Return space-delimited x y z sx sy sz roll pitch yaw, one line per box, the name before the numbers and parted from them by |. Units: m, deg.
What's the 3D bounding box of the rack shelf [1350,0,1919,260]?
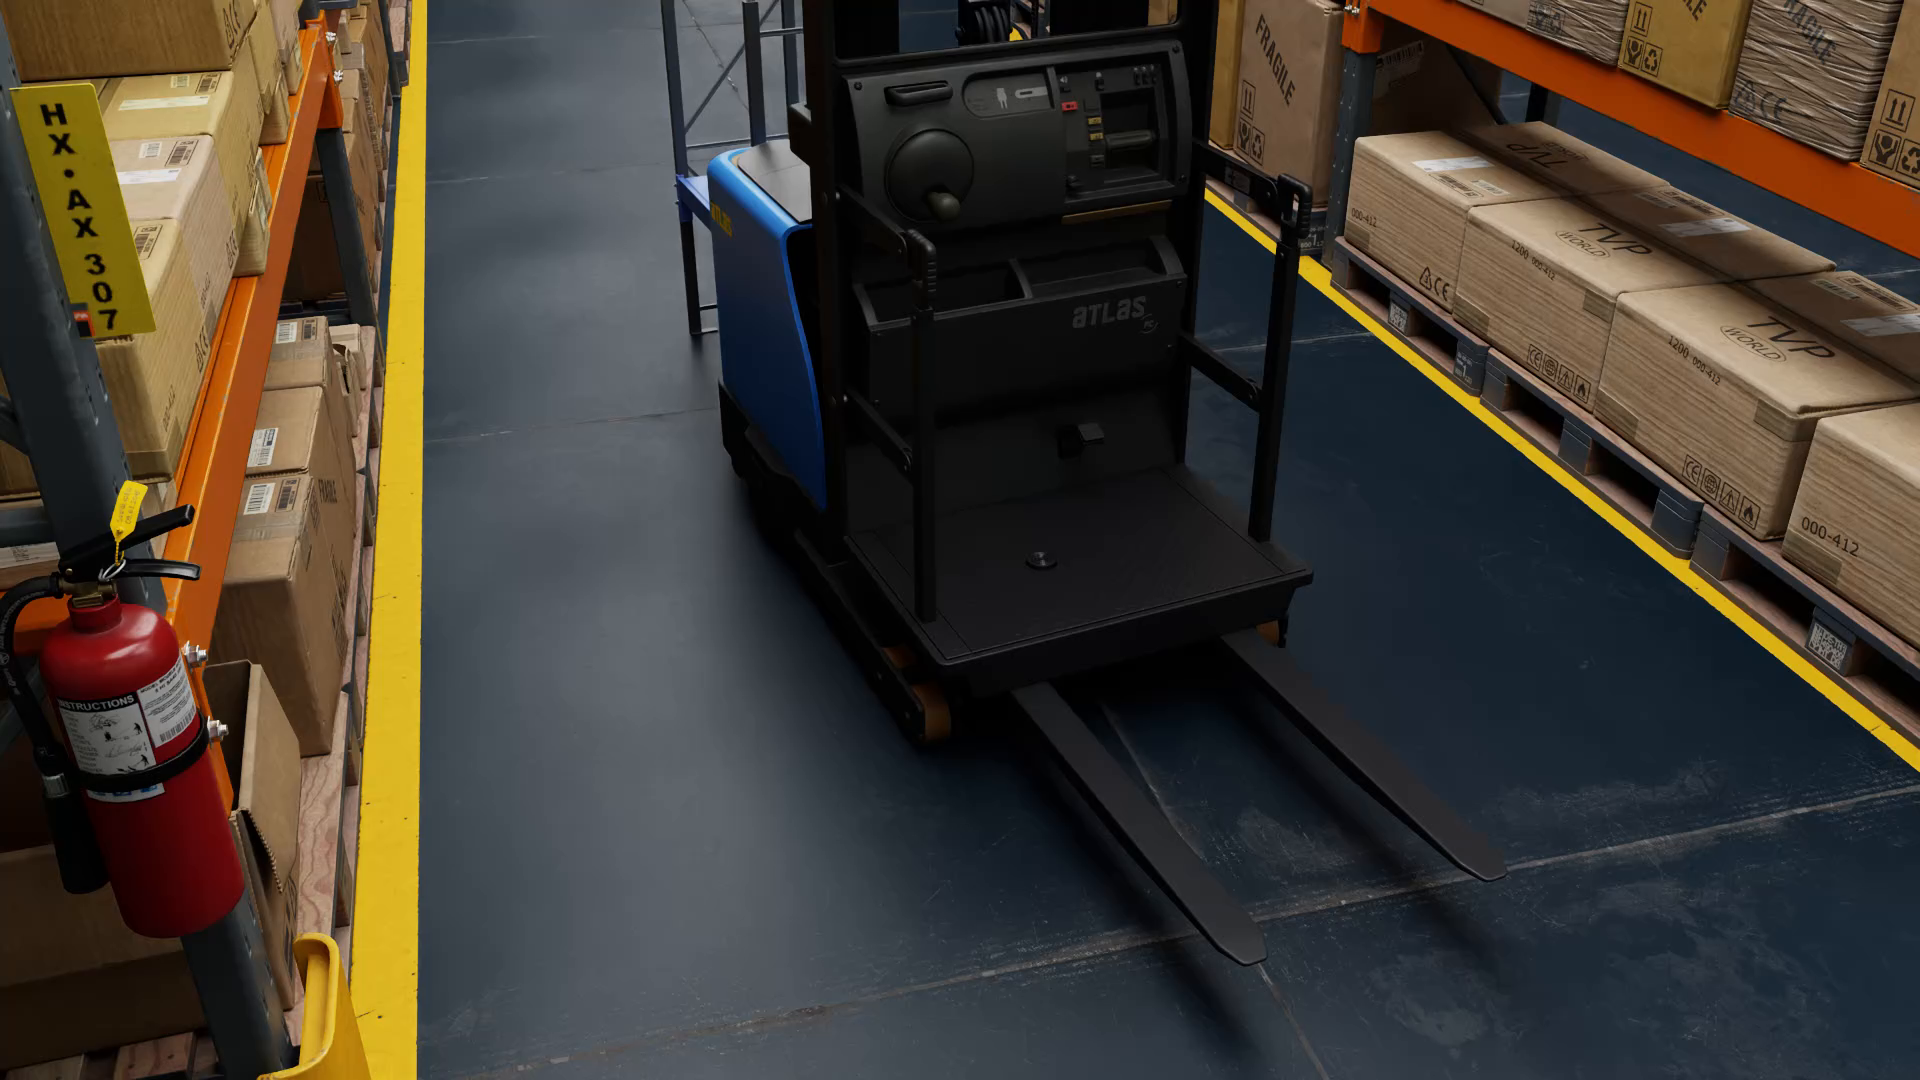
rack shelf | 2.624 -1.279 5.184 1.077 0.370 4.000 -8 31 -13

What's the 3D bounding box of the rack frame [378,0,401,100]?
rack frame | -3.753 -3.827 8.867 1.000 3.000 0.127 -8 31 -13

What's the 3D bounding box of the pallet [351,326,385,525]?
pallet | -2.510 -0.356 5.655 1.003 0.211 1.213 -8 31 -13

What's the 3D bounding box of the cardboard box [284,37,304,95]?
cardboard box | -2.181 -1.420 4.961 0.380 0.149 0.250 -7 31 -12

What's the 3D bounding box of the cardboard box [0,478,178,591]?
cardboard box | -1.452 -0.049 2.592 0.380 0.149 0.250 -8 31 -14

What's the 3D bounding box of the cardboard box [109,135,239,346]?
cardboard box | -1.624 -0.525 3.016 0.500 0.250 0.500 -8 31 -13

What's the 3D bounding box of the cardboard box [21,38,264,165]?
cardboard box | -1.918 -1.014 3.860 0.500 0.250 0.500 -9 31 -15

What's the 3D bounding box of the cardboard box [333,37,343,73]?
cardboard box | -2.937 -2.106 7.323 0.380 0.149 0.250 -7 31 -11

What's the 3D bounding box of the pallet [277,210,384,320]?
pallet | -2.944 -1.076 6.898 1.003 0.211 1.213 -8 31 -13

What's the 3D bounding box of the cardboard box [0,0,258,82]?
cardboard box | -1.889 -1.331 3.659 0.500 0.500 0.500 -7 31 -12

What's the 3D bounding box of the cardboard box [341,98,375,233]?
cardboard box | -2.754 -1.514 6.948 0.500 0.500 0.500 -8 31 -14

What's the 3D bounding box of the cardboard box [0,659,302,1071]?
cardboard box | -1.701 0.628 3.244 0.797 0.503 0.637 -9 31 -15

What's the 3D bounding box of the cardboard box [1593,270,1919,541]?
cardboard box | 2.632 -0.444 5.161 0.875 0.438 0.875 -7 31 -12

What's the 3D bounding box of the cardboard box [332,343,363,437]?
cardboard box | -2.165 -0.491 5.414 0.396 0.266 0.258 -7 31 -11

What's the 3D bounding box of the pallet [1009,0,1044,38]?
pallet | 0.826 -3.659 11.361 1.003 0.211 1.213 -8 31 -13

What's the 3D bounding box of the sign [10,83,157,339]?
sign | -1.106 -0.410 2.099 0.100 0.325 0.005 -8 31 -13

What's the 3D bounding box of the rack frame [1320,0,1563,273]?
rack frame | 2.093 -2.557 6.673 1.000 3.000 0.127 -8 31 -13

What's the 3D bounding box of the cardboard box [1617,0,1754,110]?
cardboard box | 2.358 -1.605 4.929 0.500 0.500 0.500 -7 31 -12

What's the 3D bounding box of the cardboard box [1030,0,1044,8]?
cardboard box | 0.891 -3.807 11.037 0.950 0.372 0.625 -10 32 -17

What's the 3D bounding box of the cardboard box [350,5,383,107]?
cardboard box | -3.311 -2.508 8.665 0.500 0.500 0.500 -8 31 -14

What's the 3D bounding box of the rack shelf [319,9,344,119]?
rack shelf | -3.222 -2.549 7.378 1.077 0.370 4.000 -8 31 -13

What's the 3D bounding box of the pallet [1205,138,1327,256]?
pallet | 1.816 -1.712 7.998 1.003 0.211 1.213 -8 31 -13

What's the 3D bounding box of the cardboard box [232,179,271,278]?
cardboard box | -1.746 -0.678 3.678 0.380 0.149 0.250 -9 31 -15

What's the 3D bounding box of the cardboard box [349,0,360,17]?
cardboard box | -3.248 -2.742 8.421 0.380 0.149 0.250 -9 31 -15

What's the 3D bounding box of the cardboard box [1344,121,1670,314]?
cardboard box | 2.157 -1.312 6.661 0.875 0.438 0.875 -8 31 -14

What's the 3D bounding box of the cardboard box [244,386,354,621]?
cardboard box | -1.934 -0.057 4.431 0.500 0.500 0.500 -7 31 -12

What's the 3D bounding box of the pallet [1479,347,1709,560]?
pallet | 2.547 -0.382 5.699 1.003 0.211 1.213 -8 31 -13

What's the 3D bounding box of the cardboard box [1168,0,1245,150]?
cardboard box | 1.604 -2.543 8.351 0.875 0.875 0.875 -7 31 -12

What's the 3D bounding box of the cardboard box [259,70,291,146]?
cardboard box | -2.042 -1.171 4.529 0.380 0.149 0.250 -8 31 -14

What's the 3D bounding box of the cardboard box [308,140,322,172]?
cardboard box | -2.530 -1.484 6.248 0.380 0.149 0.250 -6 31 -11

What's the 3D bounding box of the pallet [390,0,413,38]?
pallet | -4.254 -3.611 11.278 1.003 0.211 1.213 -8 31 -13

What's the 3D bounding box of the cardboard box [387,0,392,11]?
cardboard box | -4.086 -3.598 10.424 0.875 0.625 0.625 -7 31 -12

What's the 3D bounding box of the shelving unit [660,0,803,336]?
shelving unit | -0.646 -1.293 5.986 0.538 1.500 1.048 -13 32 -21

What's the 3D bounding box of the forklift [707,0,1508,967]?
forklift | 0.255 -0.983 4.022 1.130 2.935 3.031 -13 32 -21

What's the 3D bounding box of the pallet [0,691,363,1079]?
pallet | -1.862 0.822 3.619 1.003 0.211 1.213 -8 31 -13

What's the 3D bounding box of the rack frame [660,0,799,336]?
rack frame | -0.853 -1.525 6.388 0.500 1.500 0.032 -13 32 -21

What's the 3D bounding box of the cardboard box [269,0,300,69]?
cardboard box | -2.174 -1.505 4.709 0.500 0.250 0.500 -8 31 -13

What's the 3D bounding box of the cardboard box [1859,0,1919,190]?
cardboard box | 2.653 -1.110 4.074 0.500 0.500 0.500 -8 31 -14

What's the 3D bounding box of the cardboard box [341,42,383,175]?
cardboard box | -3.013 -2.007 7.799 0.500 0.500 0.500 -9 31 -15

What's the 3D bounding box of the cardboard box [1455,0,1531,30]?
cardboard box | 2.095 -2.095 5.775 0.500 0.500 0.500 -8 31 -13

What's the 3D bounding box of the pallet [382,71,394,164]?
pallet | -3.591 -2.254 8.934 1.003 0.211 1.213 -8 31 -13
